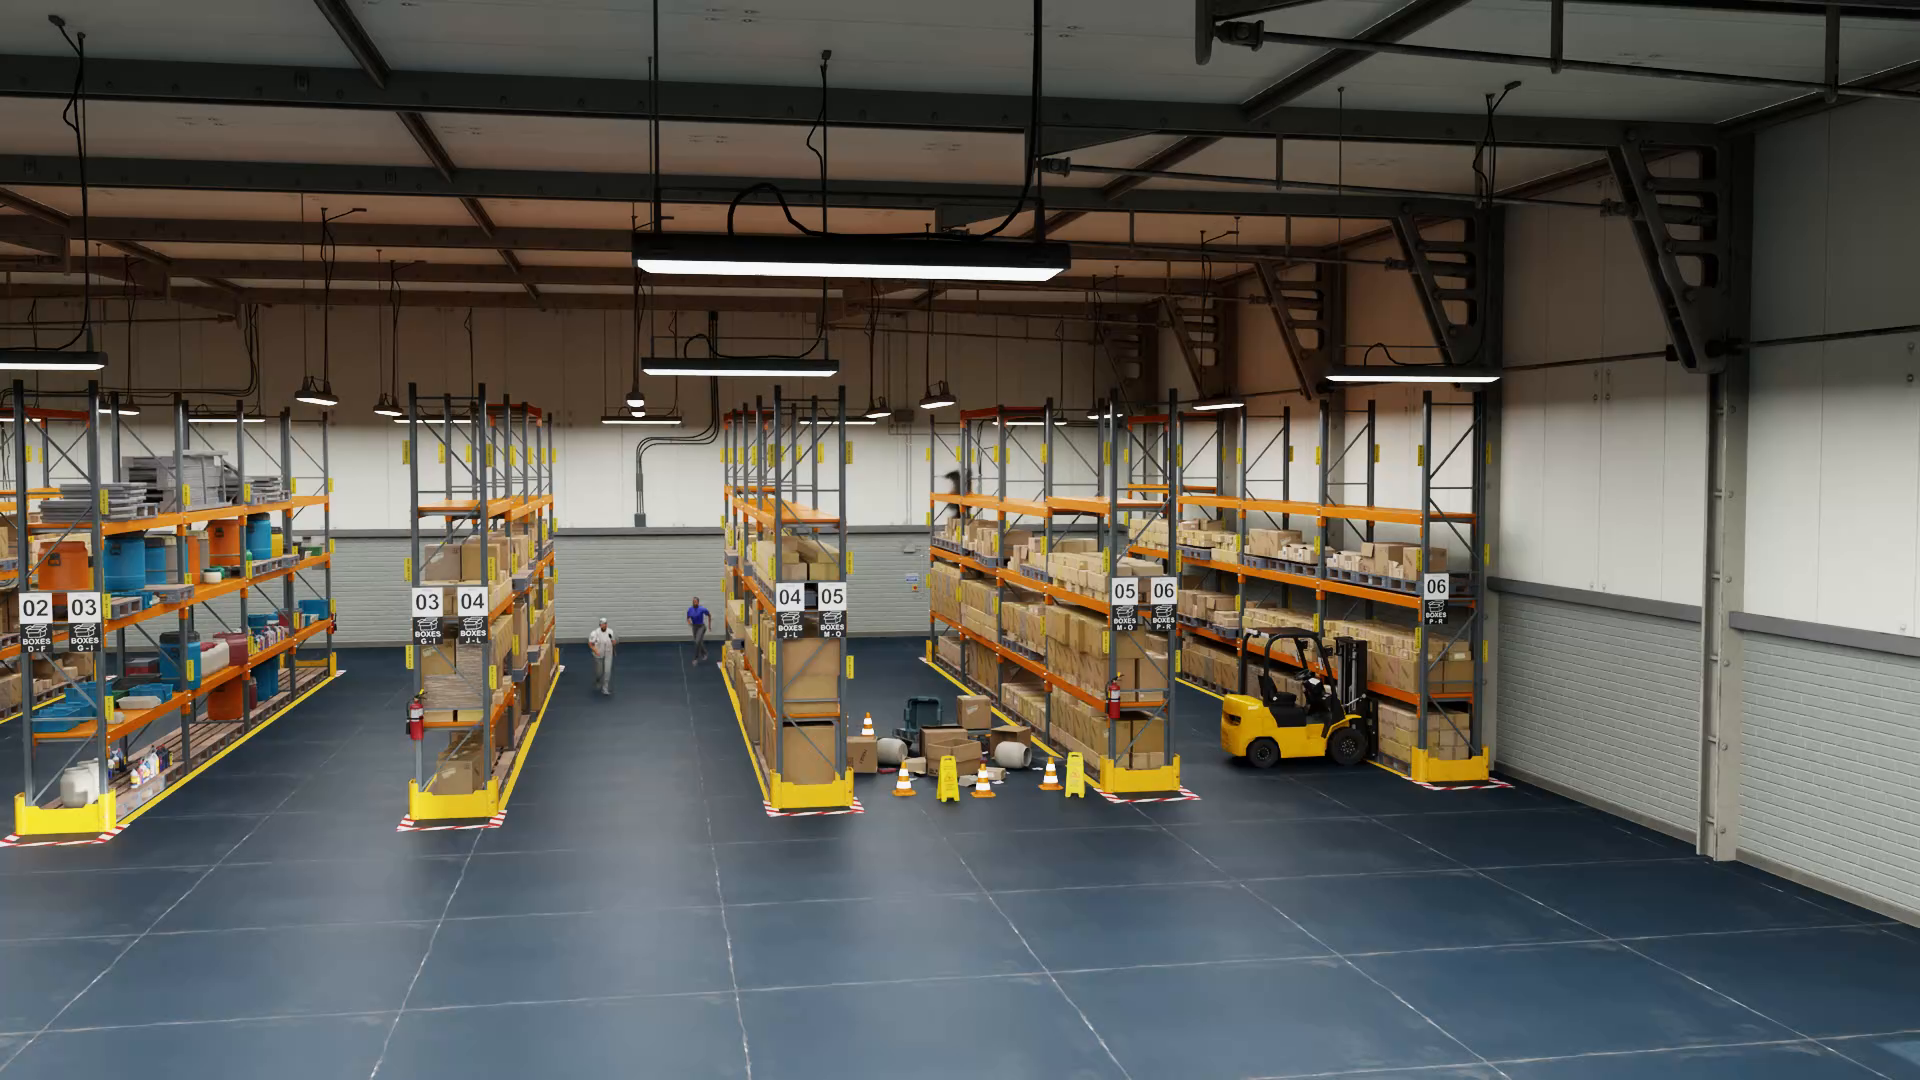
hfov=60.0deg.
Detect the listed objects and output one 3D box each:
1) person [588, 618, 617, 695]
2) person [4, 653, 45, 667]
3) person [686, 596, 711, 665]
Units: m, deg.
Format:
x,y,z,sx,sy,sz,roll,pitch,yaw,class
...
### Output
x,y,z,sx,sy,sz,roll,pitch,yaw,class
-7.541,2.430,35.013,0.608,1.616,0.728,-1,3,-23,person
-21.333,2.294,38.021,0.998,1.625,0.591,-1,3,-11,person
-6.261,2.167,40.117,0.573,1.650,0.844,1,3,23,person
